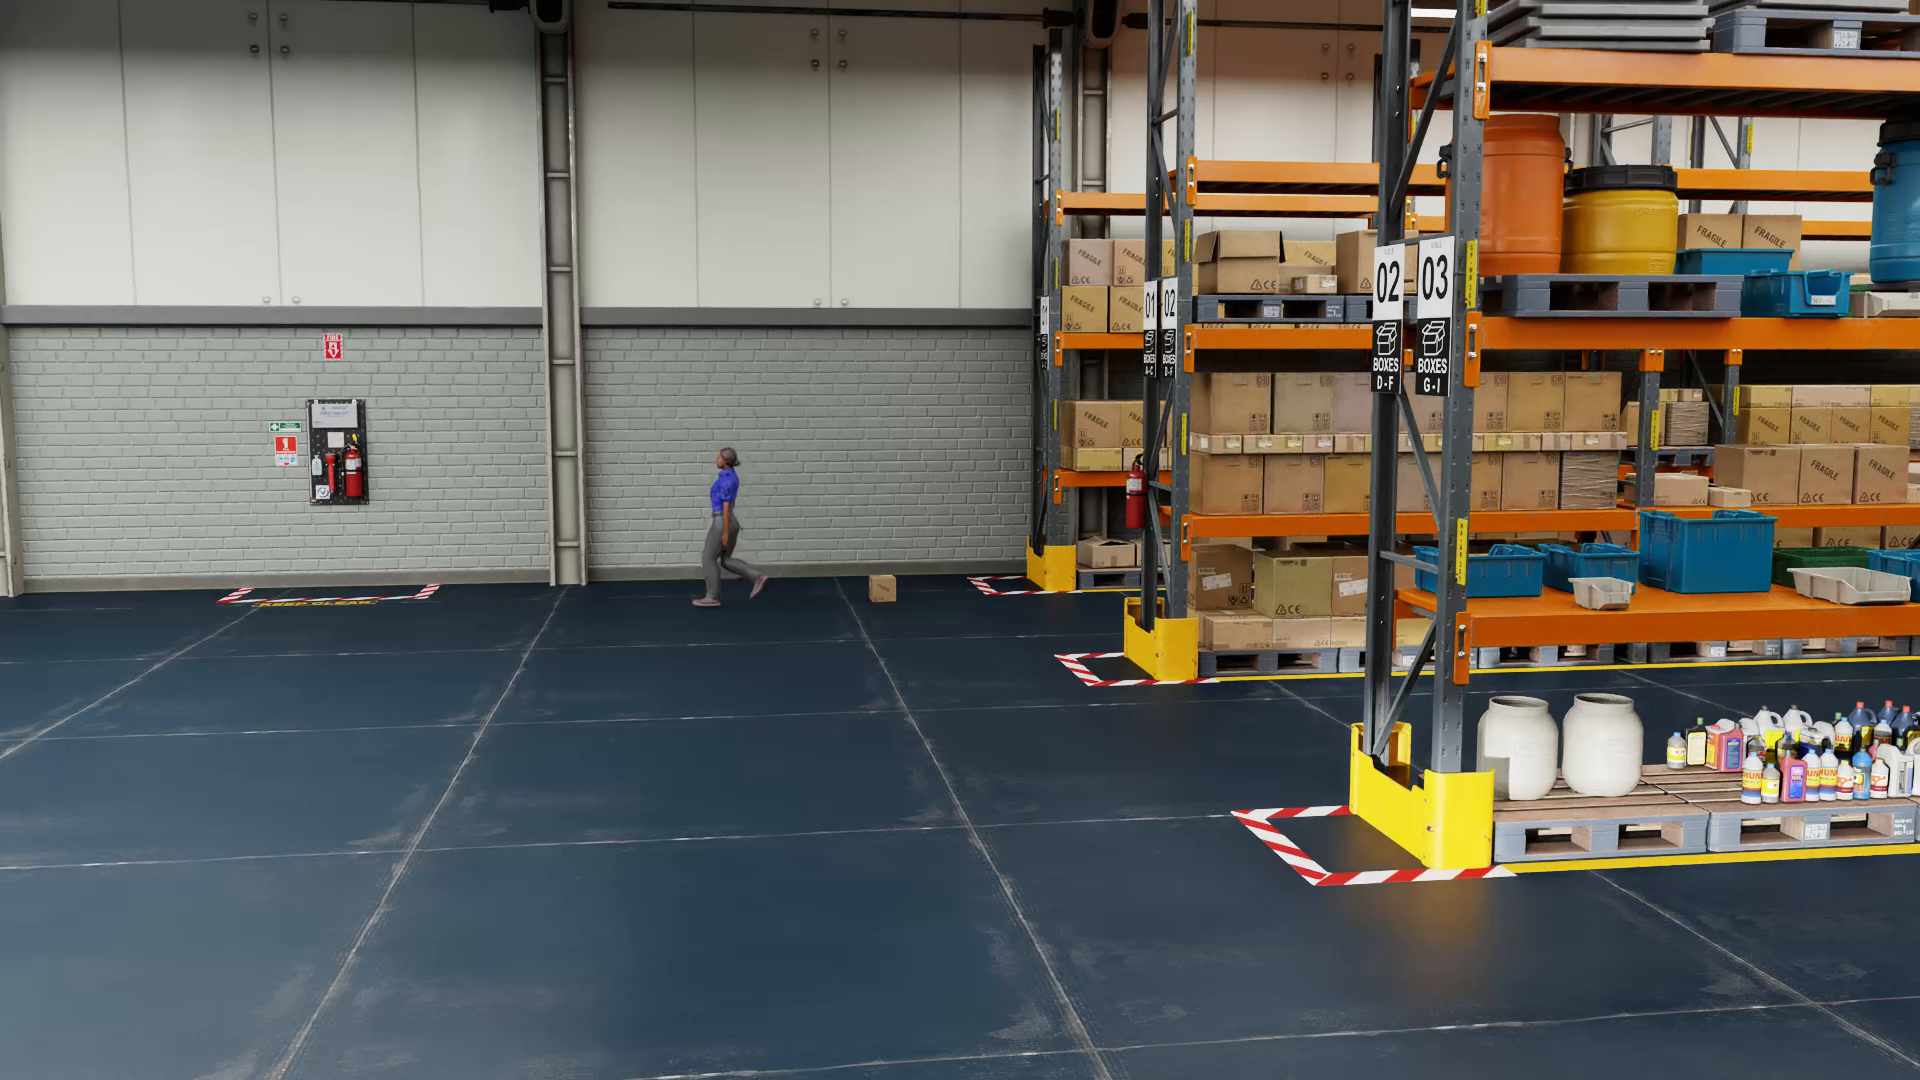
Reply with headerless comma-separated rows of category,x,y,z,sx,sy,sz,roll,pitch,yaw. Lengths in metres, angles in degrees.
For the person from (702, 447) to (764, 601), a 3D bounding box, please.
person,-2.326,-0.167,16.953,0.594,1.559,0.461,0,7,4
